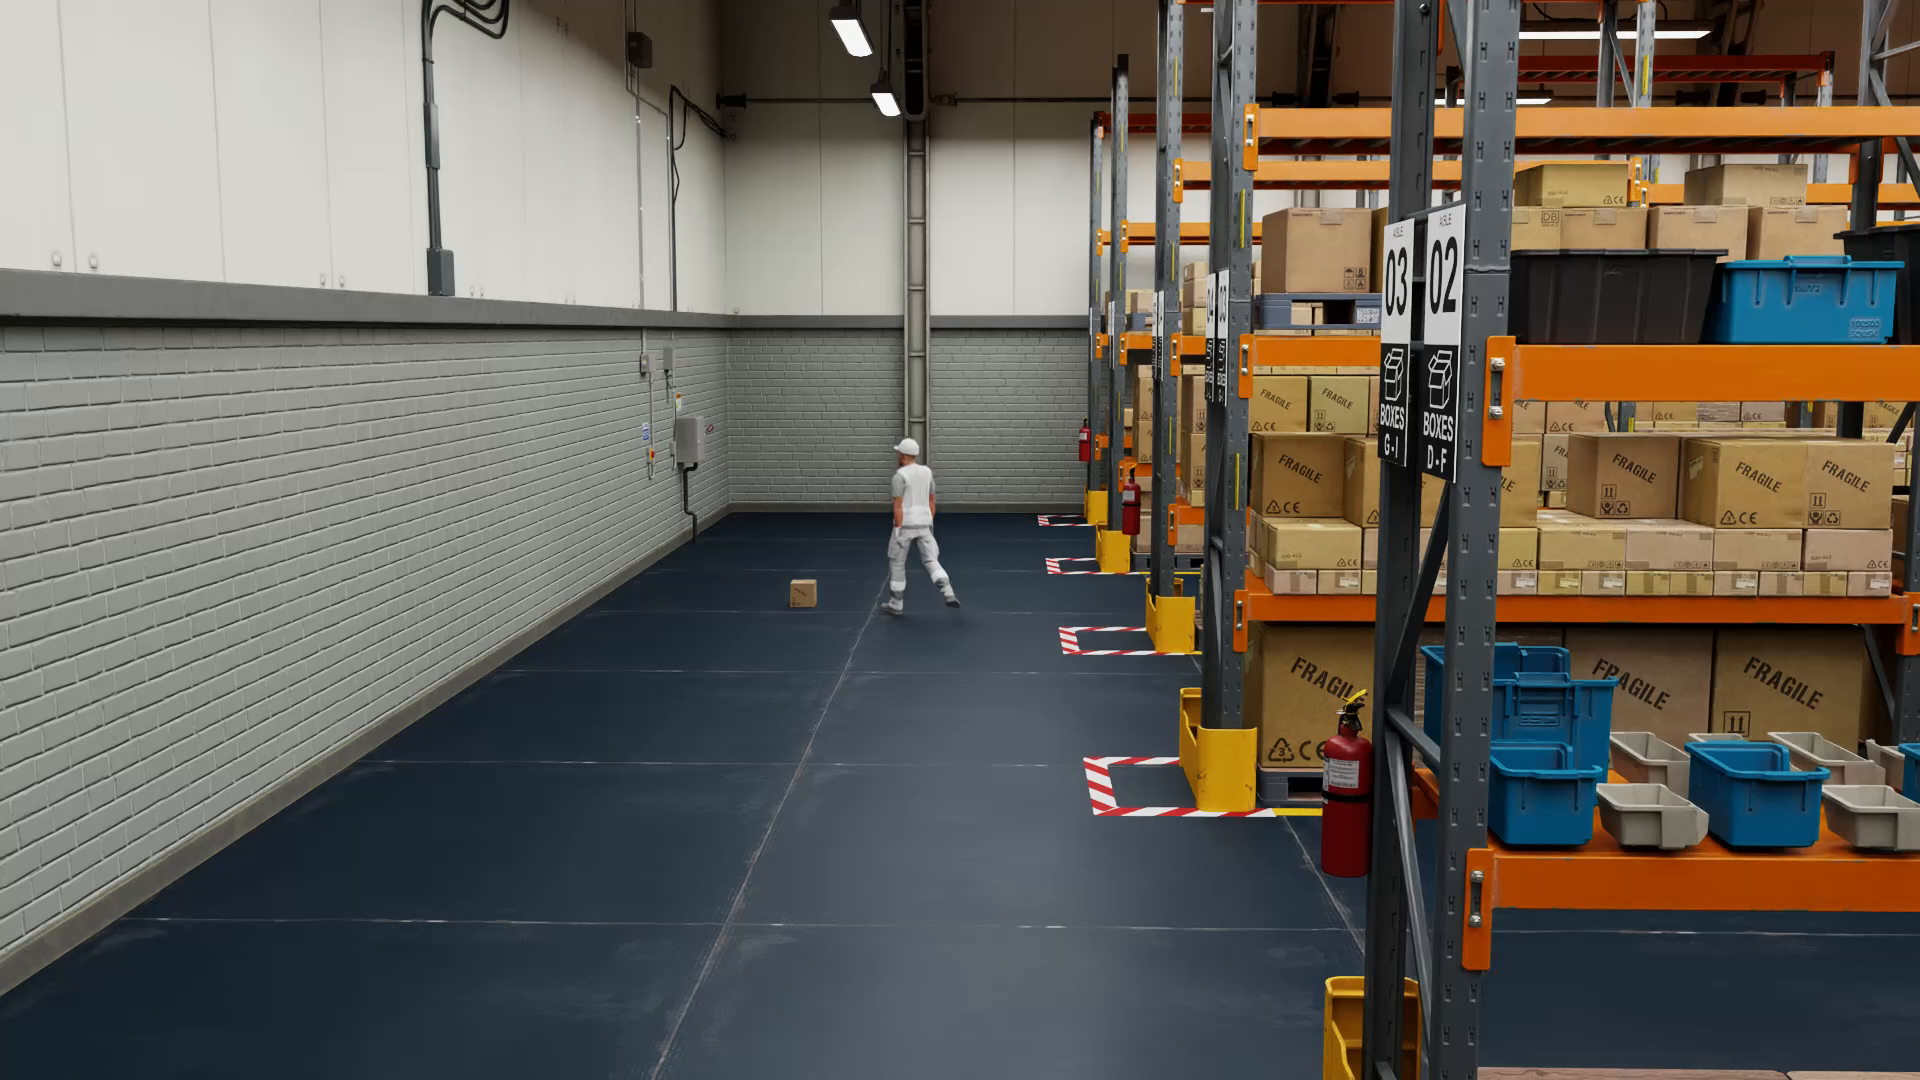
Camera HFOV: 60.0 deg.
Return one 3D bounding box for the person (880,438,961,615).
[{"bbox_3d":[-0.414,-0.117,16.564,0.578,1.780,0.904,-5,9,-36],"label":"person"}]
